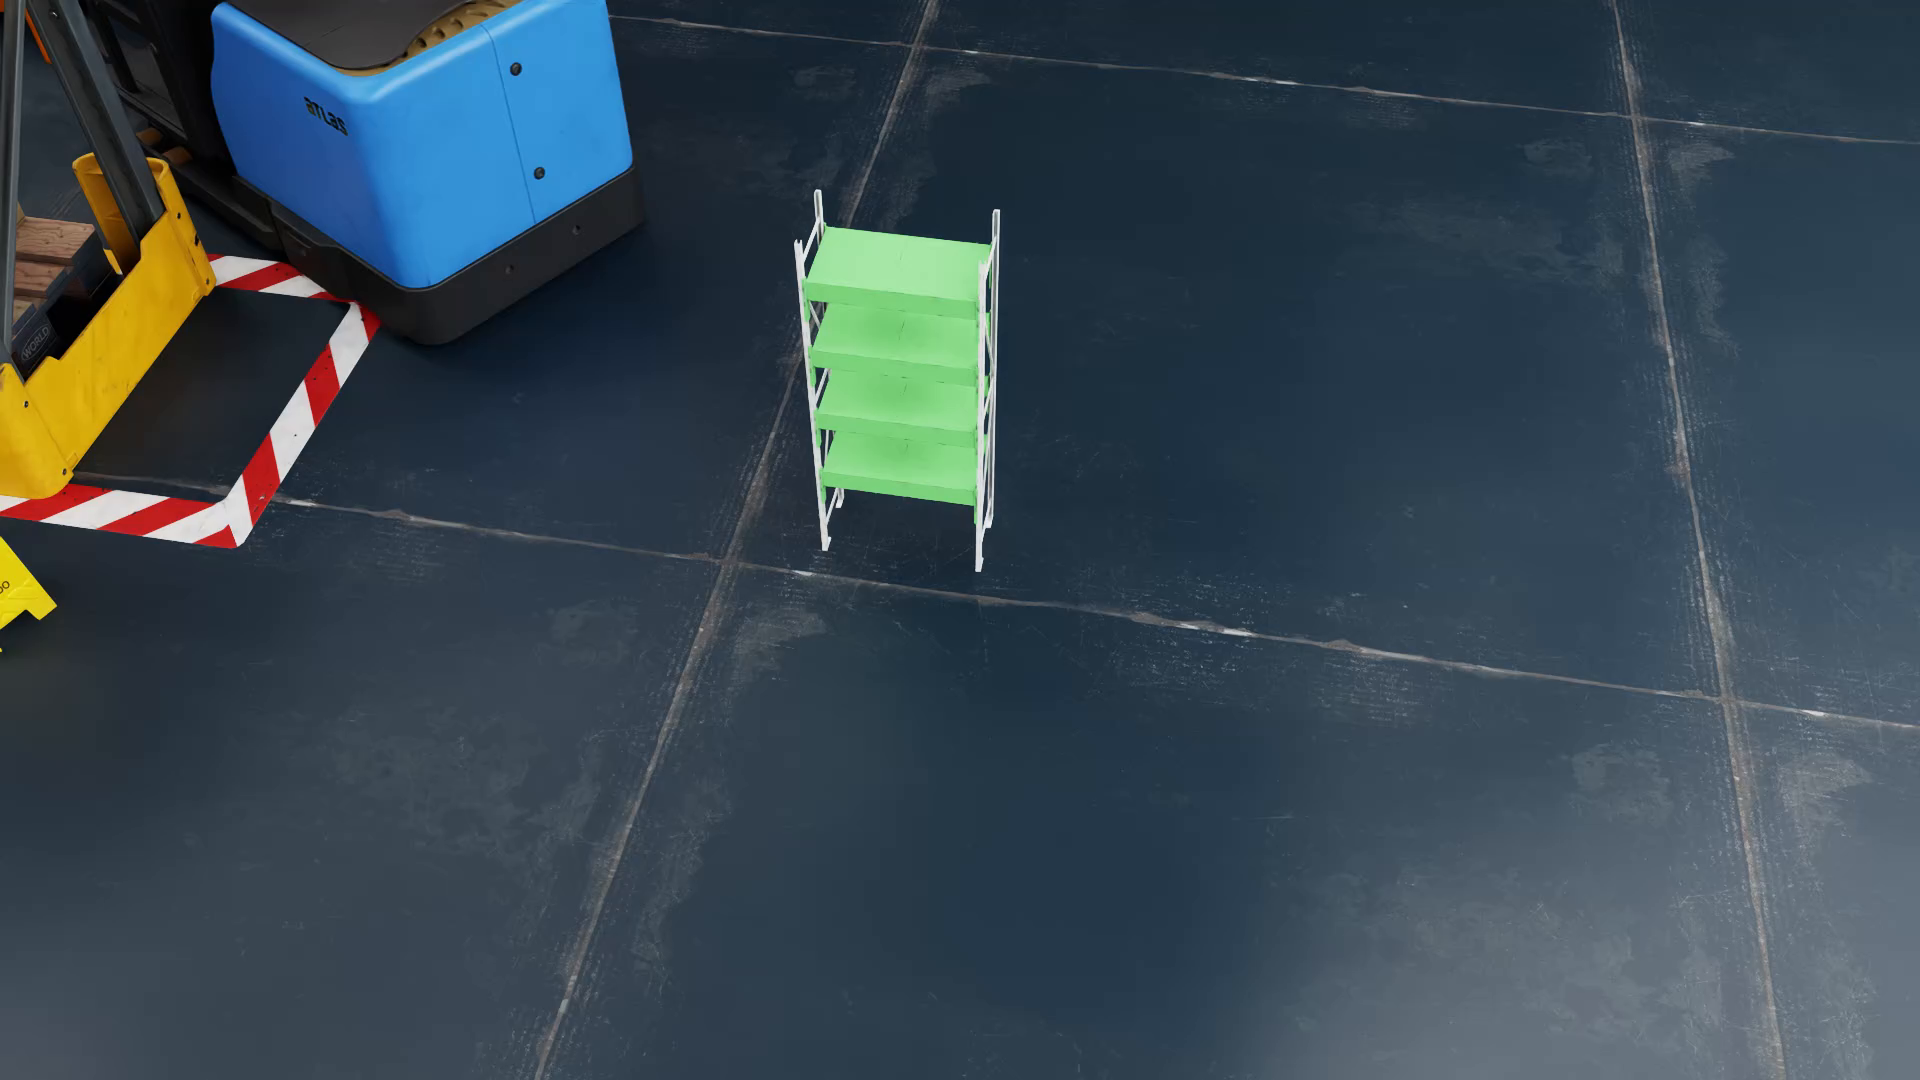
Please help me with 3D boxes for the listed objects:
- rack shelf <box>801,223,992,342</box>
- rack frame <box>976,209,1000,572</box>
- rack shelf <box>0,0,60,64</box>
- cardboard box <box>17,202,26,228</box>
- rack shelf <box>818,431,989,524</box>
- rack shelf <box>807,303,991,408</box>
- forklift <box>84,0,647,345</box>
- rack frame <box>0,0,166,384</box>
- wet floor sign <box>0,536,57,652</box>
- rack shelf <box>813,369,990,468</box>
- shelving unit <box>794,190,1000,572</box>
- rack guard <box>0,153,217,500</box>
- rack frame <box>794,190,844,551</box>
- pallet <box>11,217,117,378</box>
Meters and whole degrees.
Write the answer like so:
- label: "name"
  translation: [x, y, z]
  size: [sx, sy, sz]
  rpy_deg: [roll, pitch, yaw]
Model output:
- label: "rack shelf"
  translation: [-0.163, -0.701, 4.514]
  size: [0.480, 0.148, 0.258]
  rpy_deg: [8, 49, 7]
- label: "rack frame"
  translation: [0.077, -0.391, 4.794]
  size: [0.015, 1.200, 0.240]
  rpy_deg: [8, 49, 7]
- label: "rack shelf"
  translation: [-4.883, -1.590, 5.146]
  size: [4.000, 0.370, 1.077]
  rpy_deg: [8, 49, 7]
- label: "cardboard box"
  translation: [-3.659, -1.097, 5.785]
  size: [0.500, 0.250, 0.500]
  rpy_deg: [7, 48, 7]
- label: "rack shelf"
  translation: [-0.163, -0.220, 5.049]
  size: [0.480, 0.148, 0.258]
  rpy_deg: [8, 49, 7]
- label: "rack shelf"
  translation: [-0.163, -0.541, 4.692]
  size: [0.480, 0.148, 0.258]
  rpy_deg: [8, 49, 7]
- label: "forklift"
  translation: [-2.624, -2.604, 5.619]
  size: [3.031, 2.935, 1.130]
  rpy_deg: [33, 56, 26]
- label: "rack frame"
  translation: [-2.915, -1.566, 4.641]
  size: [0.127, 3.000, 1.000]
  rpy_deg: [8, 49, 7]
- label: "wet floor sign"
  translation: [-2.918, 0.029, 4.790]
  size: [0.232, 0.644, 0.267]
  rpy_deg: [23, 52, 20]
- label: "rack shelf"
  translation: [-0.163, -0.380, 4.871]
  size: [0.480, 0.148, 0.258]
  rpy_deg: [8, 49, 7]
- label: "shelving unit"
  translation: [-0.163, -0.423, 4.823]
  size: [0.503, 1.200, 0.258]
  rpy_deg: [8, 49, 7]
- label: "rack guard"
  translation: [-2.989, -0.741, 5.580]
  size: [0.348, 0.500, 1.175]
  rpy_deg: [8, 49, 7]
- label: "rack frame"
  translation: [-0.403, -0.455, 4.852]
  size: [0.015, 1.200, 0.240]
  rpy_deg: [8, 49, 7]
- label: "pallet"
  translation: [-3.783, -0.778, 5.807]
  size: [1.213, 0.211, 1.003]
  rpy_deg: [8, 49, 7]
